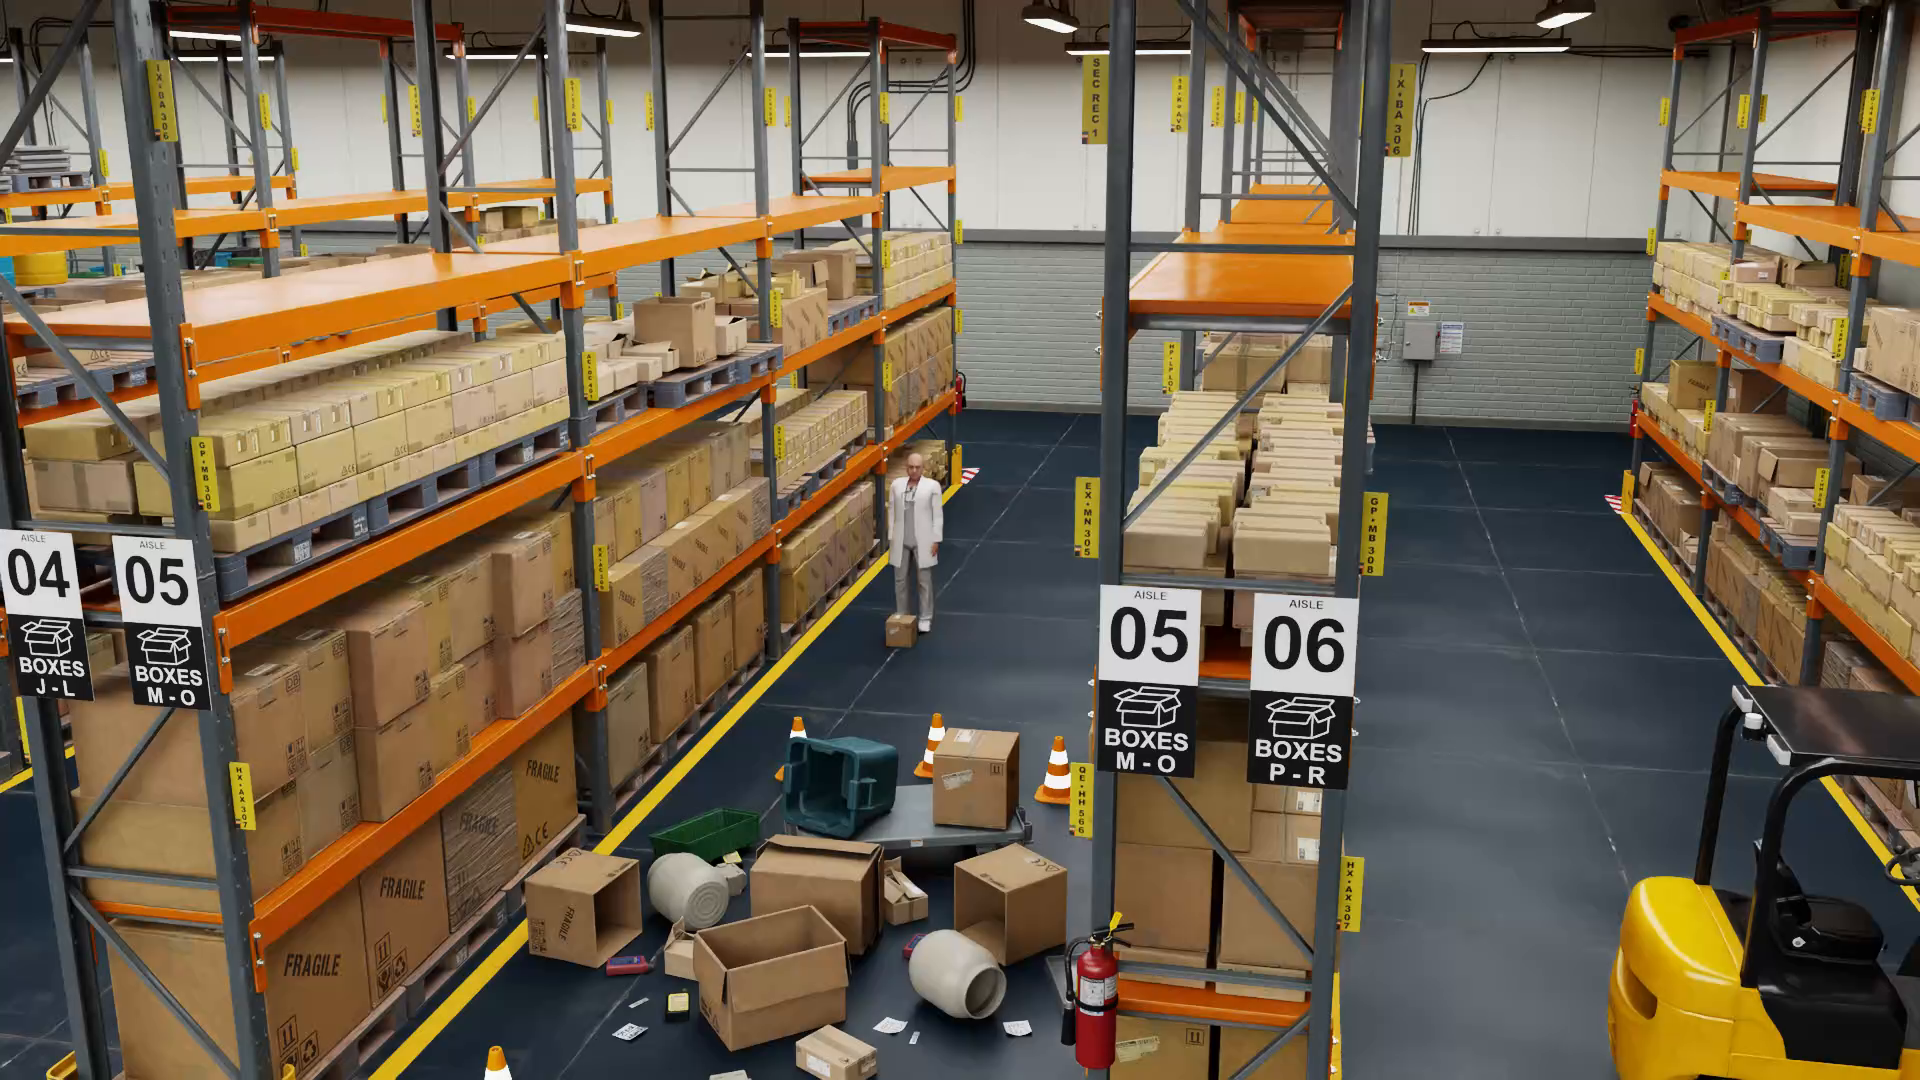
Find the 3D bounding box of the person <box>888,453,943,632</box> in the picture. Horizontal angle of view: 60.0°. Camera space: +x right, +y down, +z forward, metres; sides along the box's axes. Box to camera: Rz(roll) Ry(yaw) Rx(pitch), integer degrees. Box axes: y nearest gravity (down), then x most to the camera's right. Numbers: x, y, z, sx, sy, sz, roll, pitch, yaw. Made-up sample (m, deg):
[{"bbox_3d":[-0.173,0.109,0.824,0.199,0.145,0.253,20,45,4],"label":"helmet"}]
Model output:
[{"bbox_3d":[-0.447,0.022,16.440,0.561,1.782,0.380,3,15,12],"label":"person"}]
